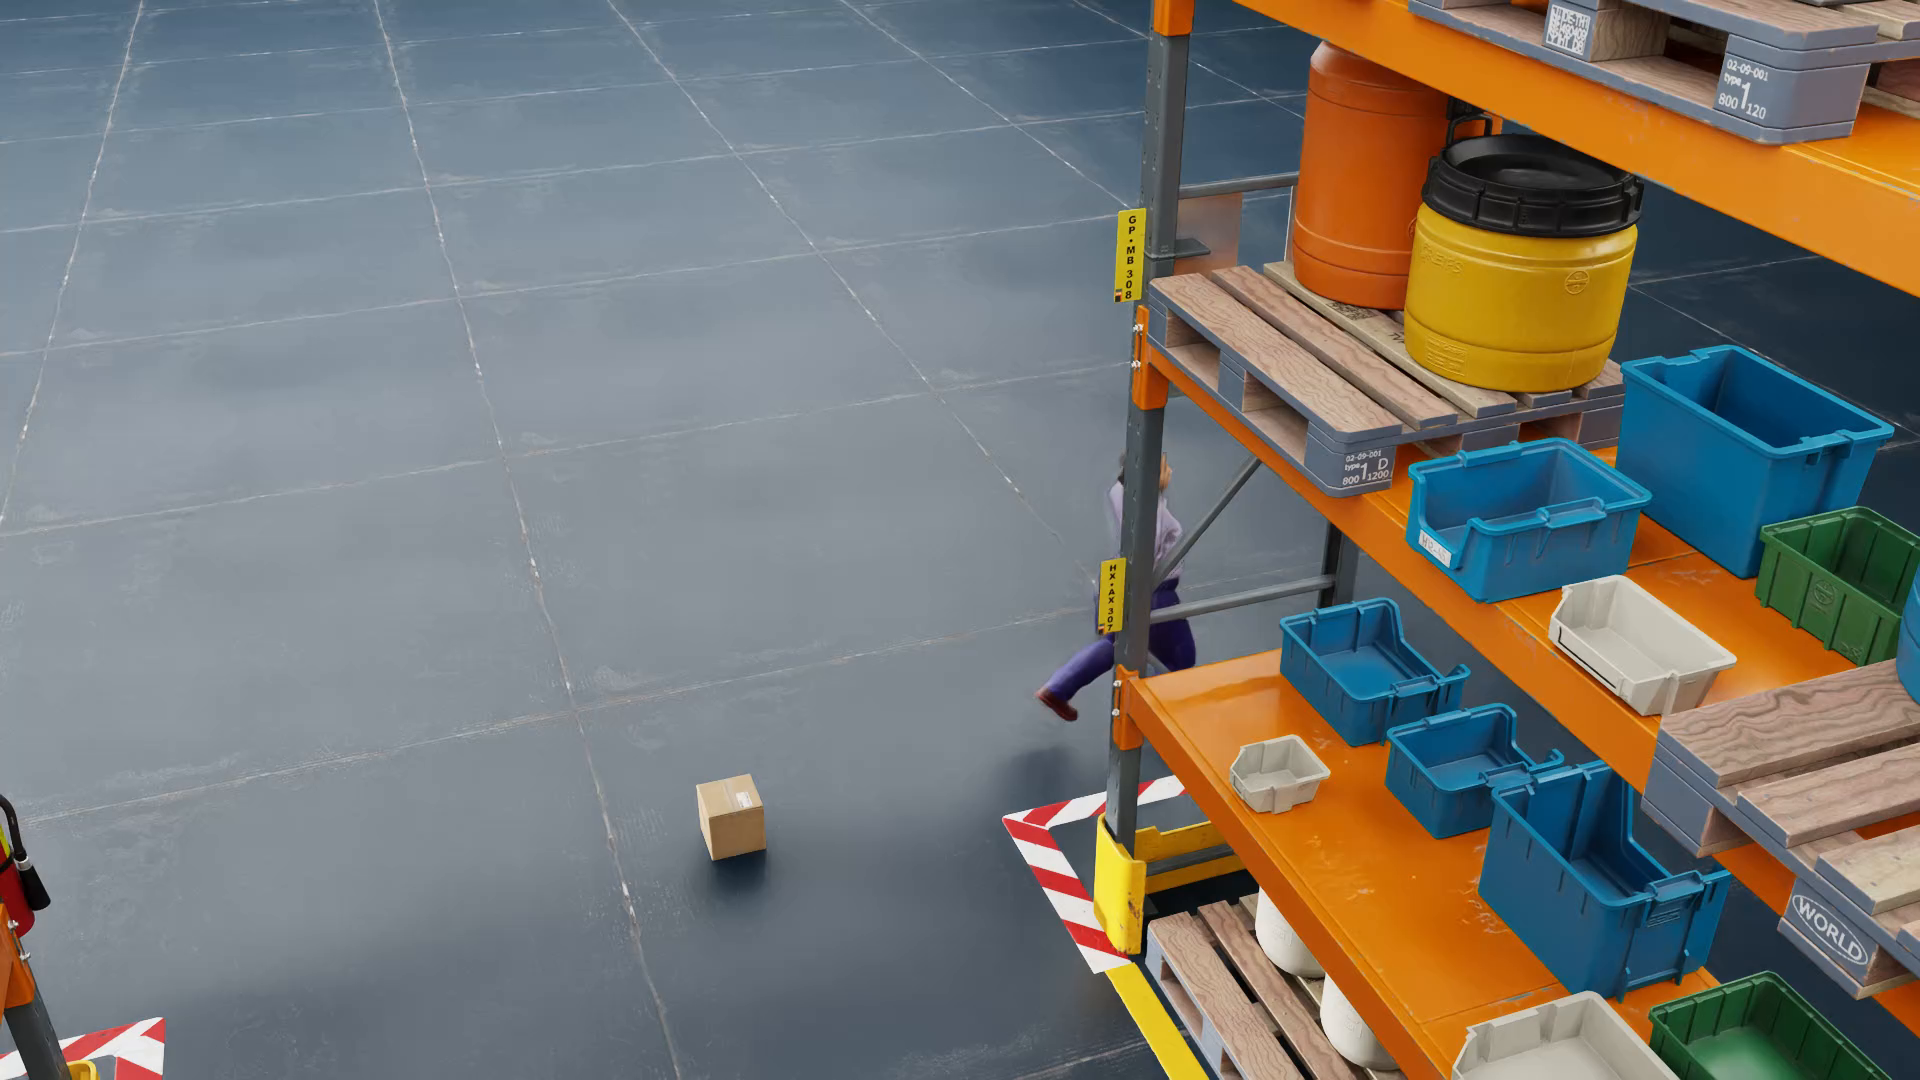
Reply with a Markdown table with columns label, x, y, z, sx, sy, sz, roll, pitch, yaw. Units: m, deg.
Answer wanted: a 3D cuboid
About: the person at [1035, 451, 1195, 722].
| label | x | y | z | sx | sy | sz | roll | pitch | yaw |
| --- | --- | --- | --- | --- | --- | --- | --- | --- | --- |
| person | 0.821 | 0.269 | 7.872 | 0.832 | 1.595 | 0.480 | -10 | 32 | -17 |
